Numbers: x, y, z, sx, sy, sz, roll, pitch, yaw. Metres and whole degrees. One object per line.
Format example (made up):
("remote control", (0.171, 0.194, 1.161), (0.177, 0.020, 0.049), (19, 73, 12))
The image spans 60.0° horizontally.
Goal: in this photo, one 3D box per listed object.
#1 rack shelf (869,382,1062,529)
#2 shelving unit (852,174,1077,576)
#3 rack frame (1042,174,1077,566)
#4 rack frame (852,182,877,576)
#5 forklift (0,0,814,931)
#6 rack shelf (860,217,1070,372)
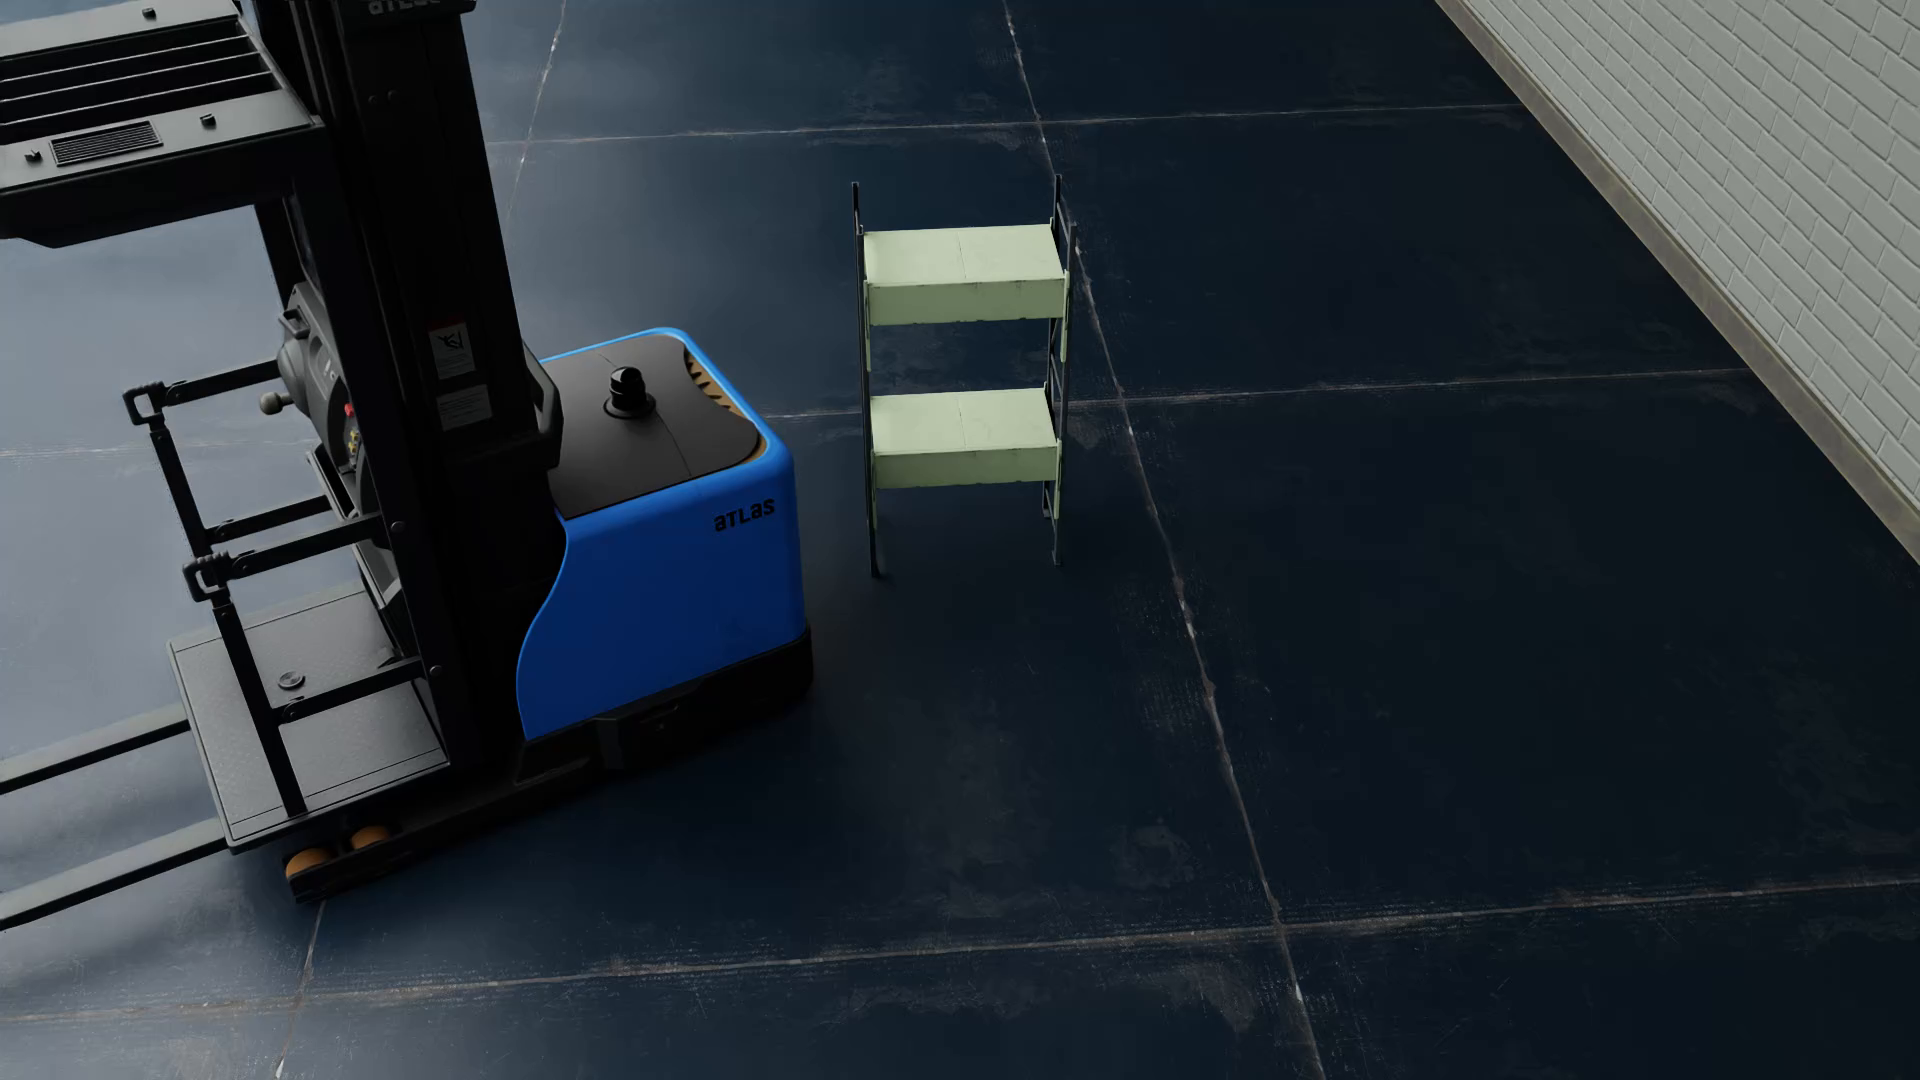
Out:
("rack shelf", (0.007, -0.333, 6.488), (0.720, 0.370, 0.431), (-3, 38, -4))
("shelving unit", (0.007, -0.589, 6.286), (0.755, 1.500, 0.431), (-3, 38, -4))
("rack frame", (0.371, -0.609, 6.311), (0.023, 1.500, 0.400), (-3, 38, -4))
("rack frame", (-0.358, -0.569, 6.260), (0.023, 1.500, 0.400), (-3, 38, -4))
("forklift", (-2.061, -0.382, 4.868), (3.031, 2.935, 1.130), (-20, 42, -23))
("rack shelf", (0.007, -0.896, 6.044), (0.720, 0.370, 0.431), (-3, 38, -4))
